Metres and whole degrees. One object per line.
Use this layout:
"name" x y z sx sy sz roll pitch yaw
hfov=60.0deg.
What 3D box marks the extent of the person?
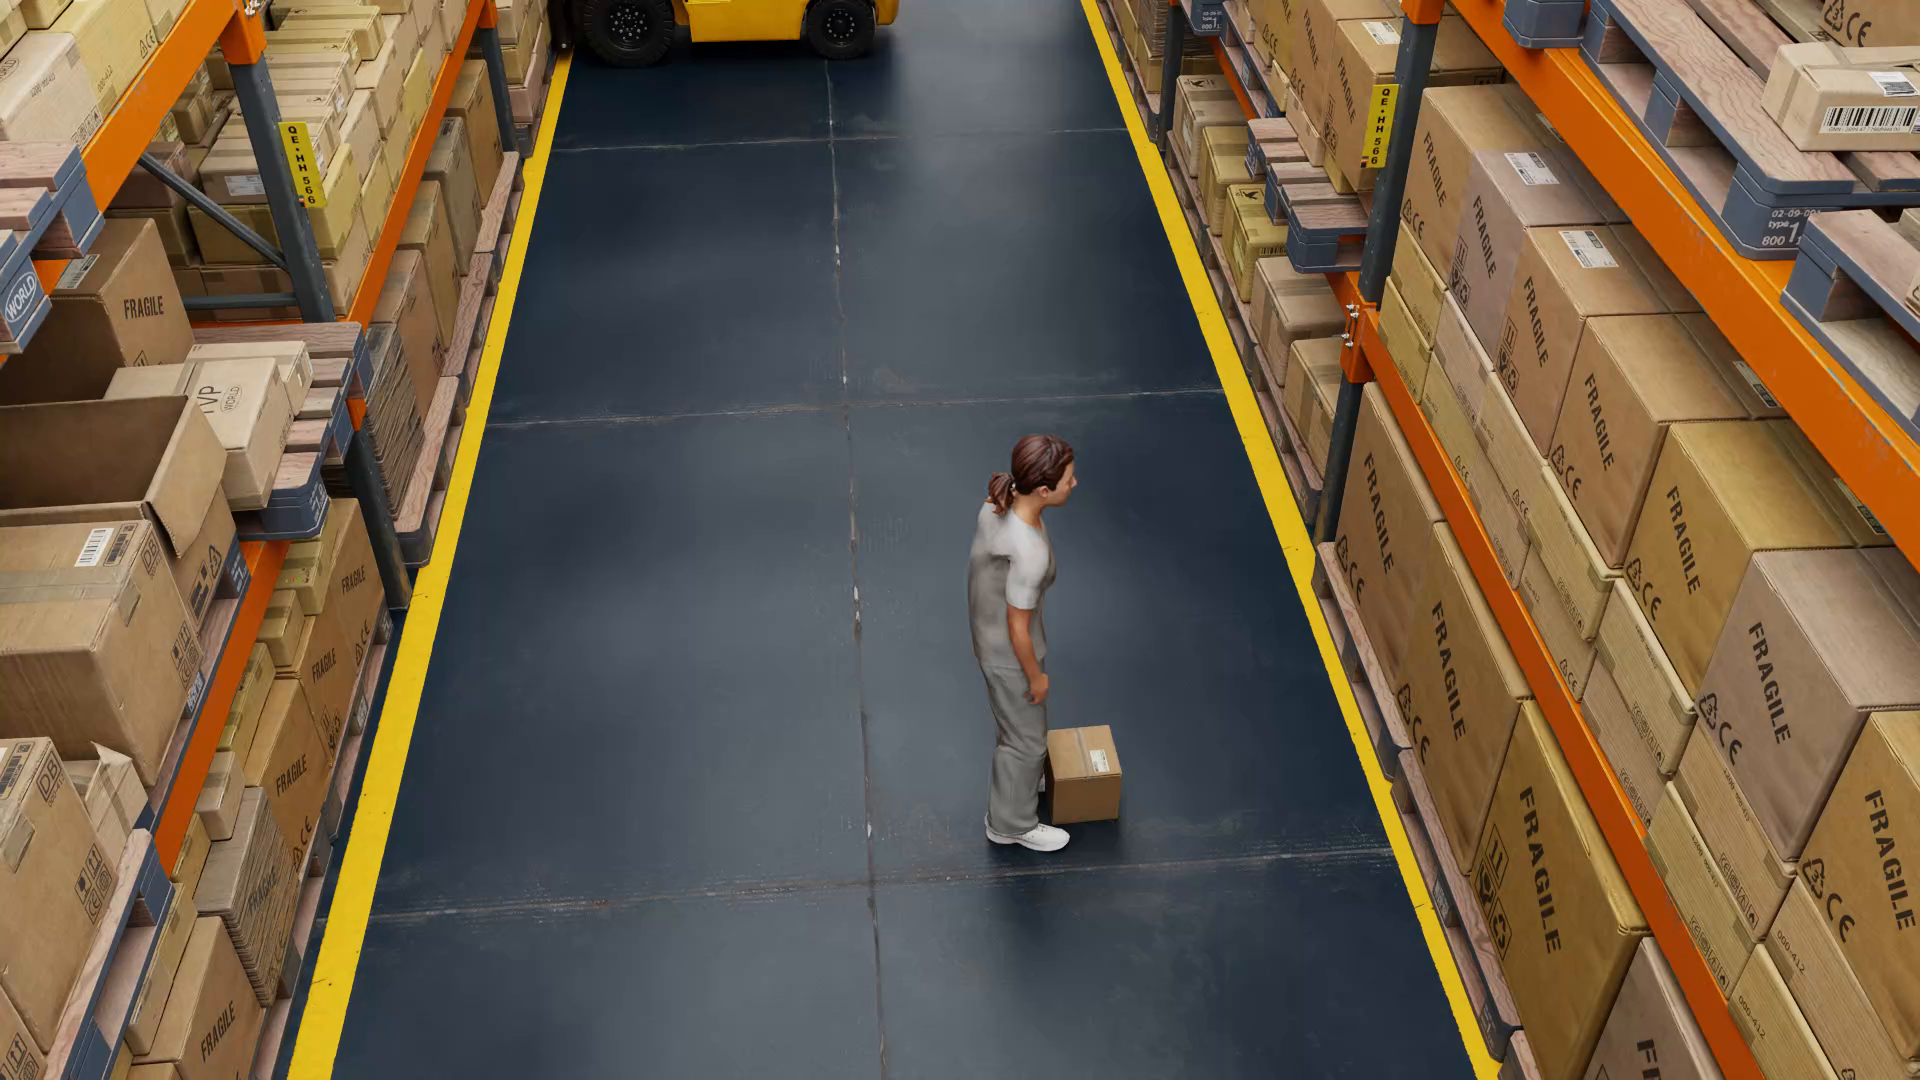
"person" 0.233 0.345 5.734 0.405 1.672 0.498 -4 39 -5
